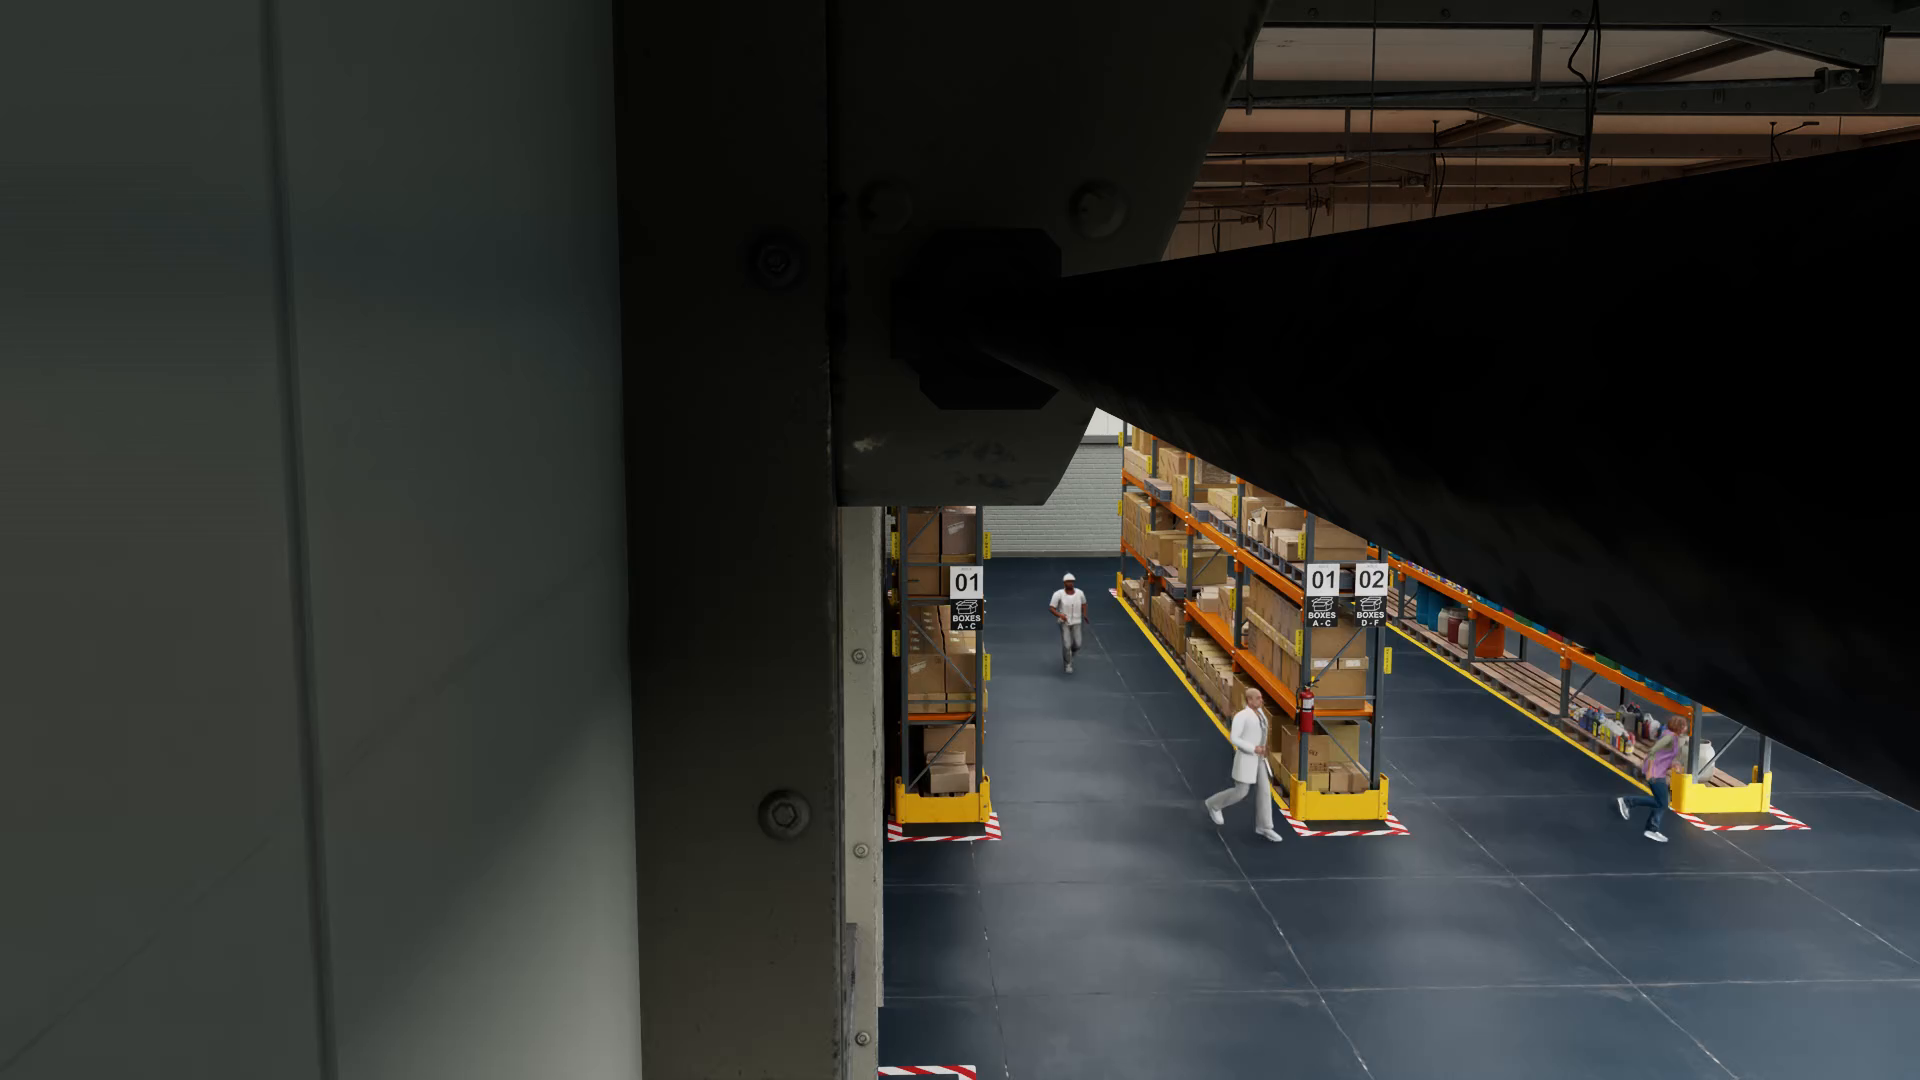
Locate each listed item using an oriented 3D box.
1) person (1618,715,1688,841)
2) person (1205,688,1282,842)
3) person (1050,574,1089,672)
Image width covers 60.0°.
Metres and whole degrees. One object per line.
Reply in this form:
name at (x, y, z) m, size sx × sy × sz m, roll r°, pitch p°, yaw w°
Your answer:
person at (8.280, 2.821, 19.858) m, size 0.694 × 1.538 × 0.533 m, roll 3°, pitch 9°, yaw 22°
person at (3.503, 2.657, 19.983) m, size 0.979 × 1.785 × 0.748 m, roll 7°, pitch 11°, yaw 42°
person at (1.906, 1.438, 28.837) m, size 0.700 × 1.723 × 0.582 m, roll -2°, pitch 8°, yaw -13°
